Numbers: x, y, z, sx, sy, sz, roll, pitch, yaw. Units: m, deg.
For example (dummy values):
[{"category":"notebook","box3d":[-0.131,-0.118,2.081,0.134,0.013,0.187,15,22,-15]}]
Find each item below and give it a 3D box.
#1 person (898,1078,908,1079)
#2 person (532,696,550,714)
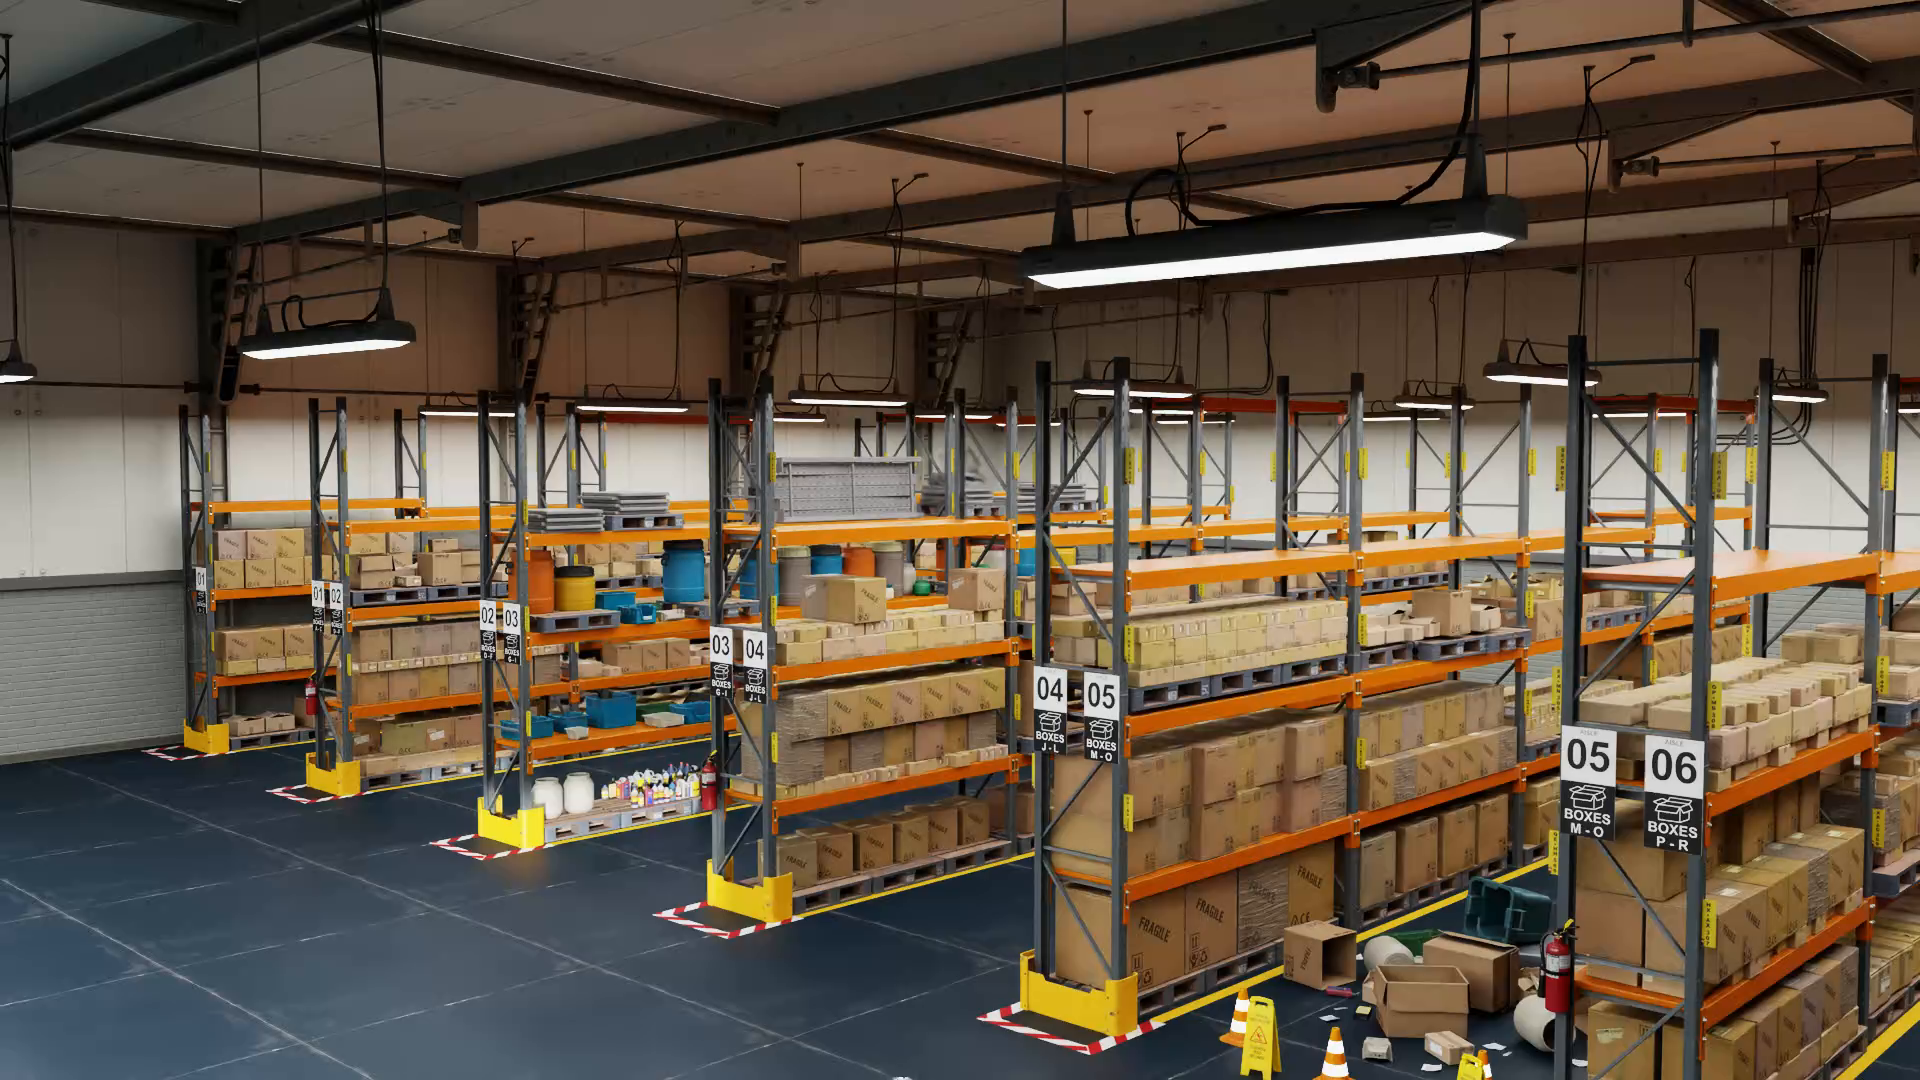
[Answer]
[{"category":"person","box3d":[-0.283,3.782,8.891,0.673,1.780,0.988,0,3,3]},{"category":"person","box3d":[-7.692,2.696,30.509,0.580,1.677,0.933,2,4,35]}]
